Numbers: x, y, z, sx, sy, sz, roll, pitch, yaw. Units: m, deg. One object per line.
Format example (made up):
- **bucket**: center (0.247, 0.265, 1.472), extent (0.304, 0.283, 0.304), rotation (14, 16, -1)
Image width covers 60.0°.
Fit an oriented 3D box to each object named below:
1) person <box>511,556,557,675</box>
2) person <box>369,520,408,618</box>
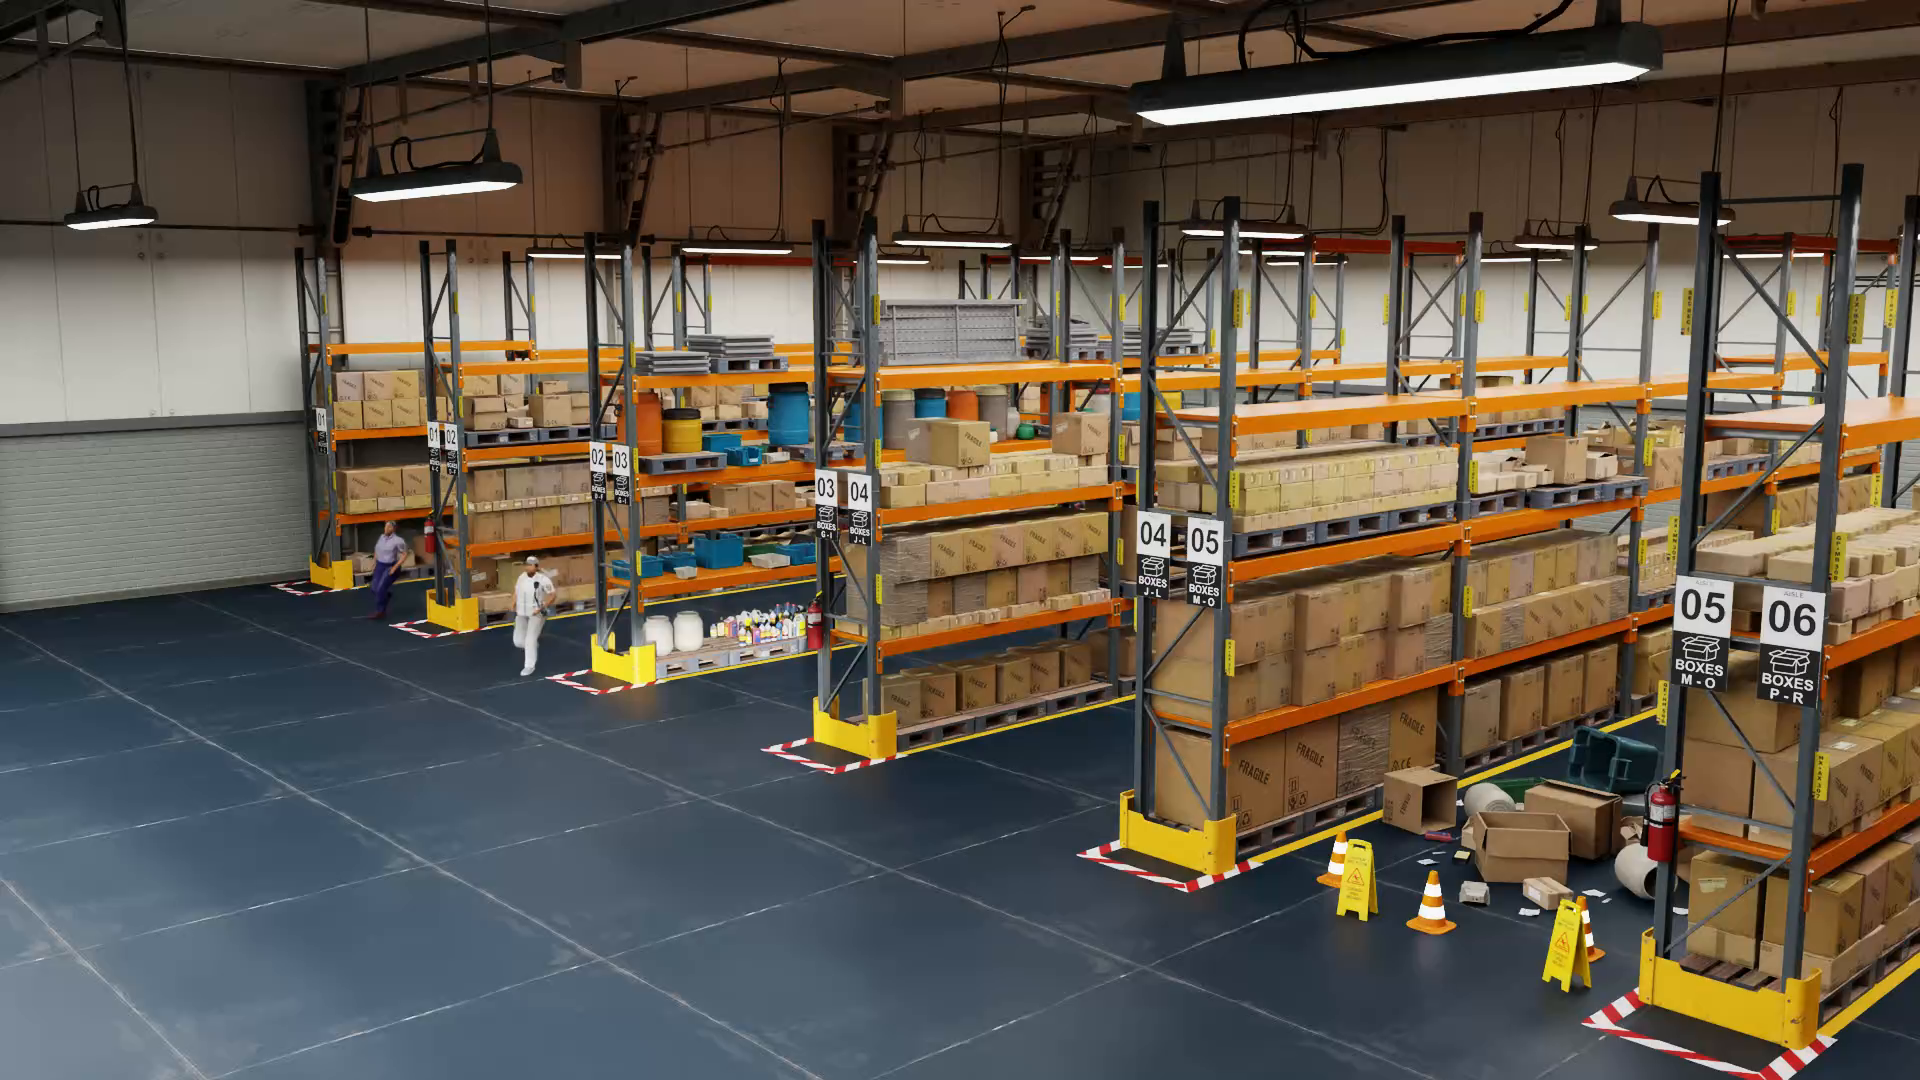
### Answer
- **person**: center (-5.863, 1.021, 22.961), extent (0.628, 1.633, 0.582), rotation (2, 9, 16)
- **person**: center (-9.215, 0.461, 26.858), extent (0.651, 1.575, 0.560), rotation (3, 9, 21)
